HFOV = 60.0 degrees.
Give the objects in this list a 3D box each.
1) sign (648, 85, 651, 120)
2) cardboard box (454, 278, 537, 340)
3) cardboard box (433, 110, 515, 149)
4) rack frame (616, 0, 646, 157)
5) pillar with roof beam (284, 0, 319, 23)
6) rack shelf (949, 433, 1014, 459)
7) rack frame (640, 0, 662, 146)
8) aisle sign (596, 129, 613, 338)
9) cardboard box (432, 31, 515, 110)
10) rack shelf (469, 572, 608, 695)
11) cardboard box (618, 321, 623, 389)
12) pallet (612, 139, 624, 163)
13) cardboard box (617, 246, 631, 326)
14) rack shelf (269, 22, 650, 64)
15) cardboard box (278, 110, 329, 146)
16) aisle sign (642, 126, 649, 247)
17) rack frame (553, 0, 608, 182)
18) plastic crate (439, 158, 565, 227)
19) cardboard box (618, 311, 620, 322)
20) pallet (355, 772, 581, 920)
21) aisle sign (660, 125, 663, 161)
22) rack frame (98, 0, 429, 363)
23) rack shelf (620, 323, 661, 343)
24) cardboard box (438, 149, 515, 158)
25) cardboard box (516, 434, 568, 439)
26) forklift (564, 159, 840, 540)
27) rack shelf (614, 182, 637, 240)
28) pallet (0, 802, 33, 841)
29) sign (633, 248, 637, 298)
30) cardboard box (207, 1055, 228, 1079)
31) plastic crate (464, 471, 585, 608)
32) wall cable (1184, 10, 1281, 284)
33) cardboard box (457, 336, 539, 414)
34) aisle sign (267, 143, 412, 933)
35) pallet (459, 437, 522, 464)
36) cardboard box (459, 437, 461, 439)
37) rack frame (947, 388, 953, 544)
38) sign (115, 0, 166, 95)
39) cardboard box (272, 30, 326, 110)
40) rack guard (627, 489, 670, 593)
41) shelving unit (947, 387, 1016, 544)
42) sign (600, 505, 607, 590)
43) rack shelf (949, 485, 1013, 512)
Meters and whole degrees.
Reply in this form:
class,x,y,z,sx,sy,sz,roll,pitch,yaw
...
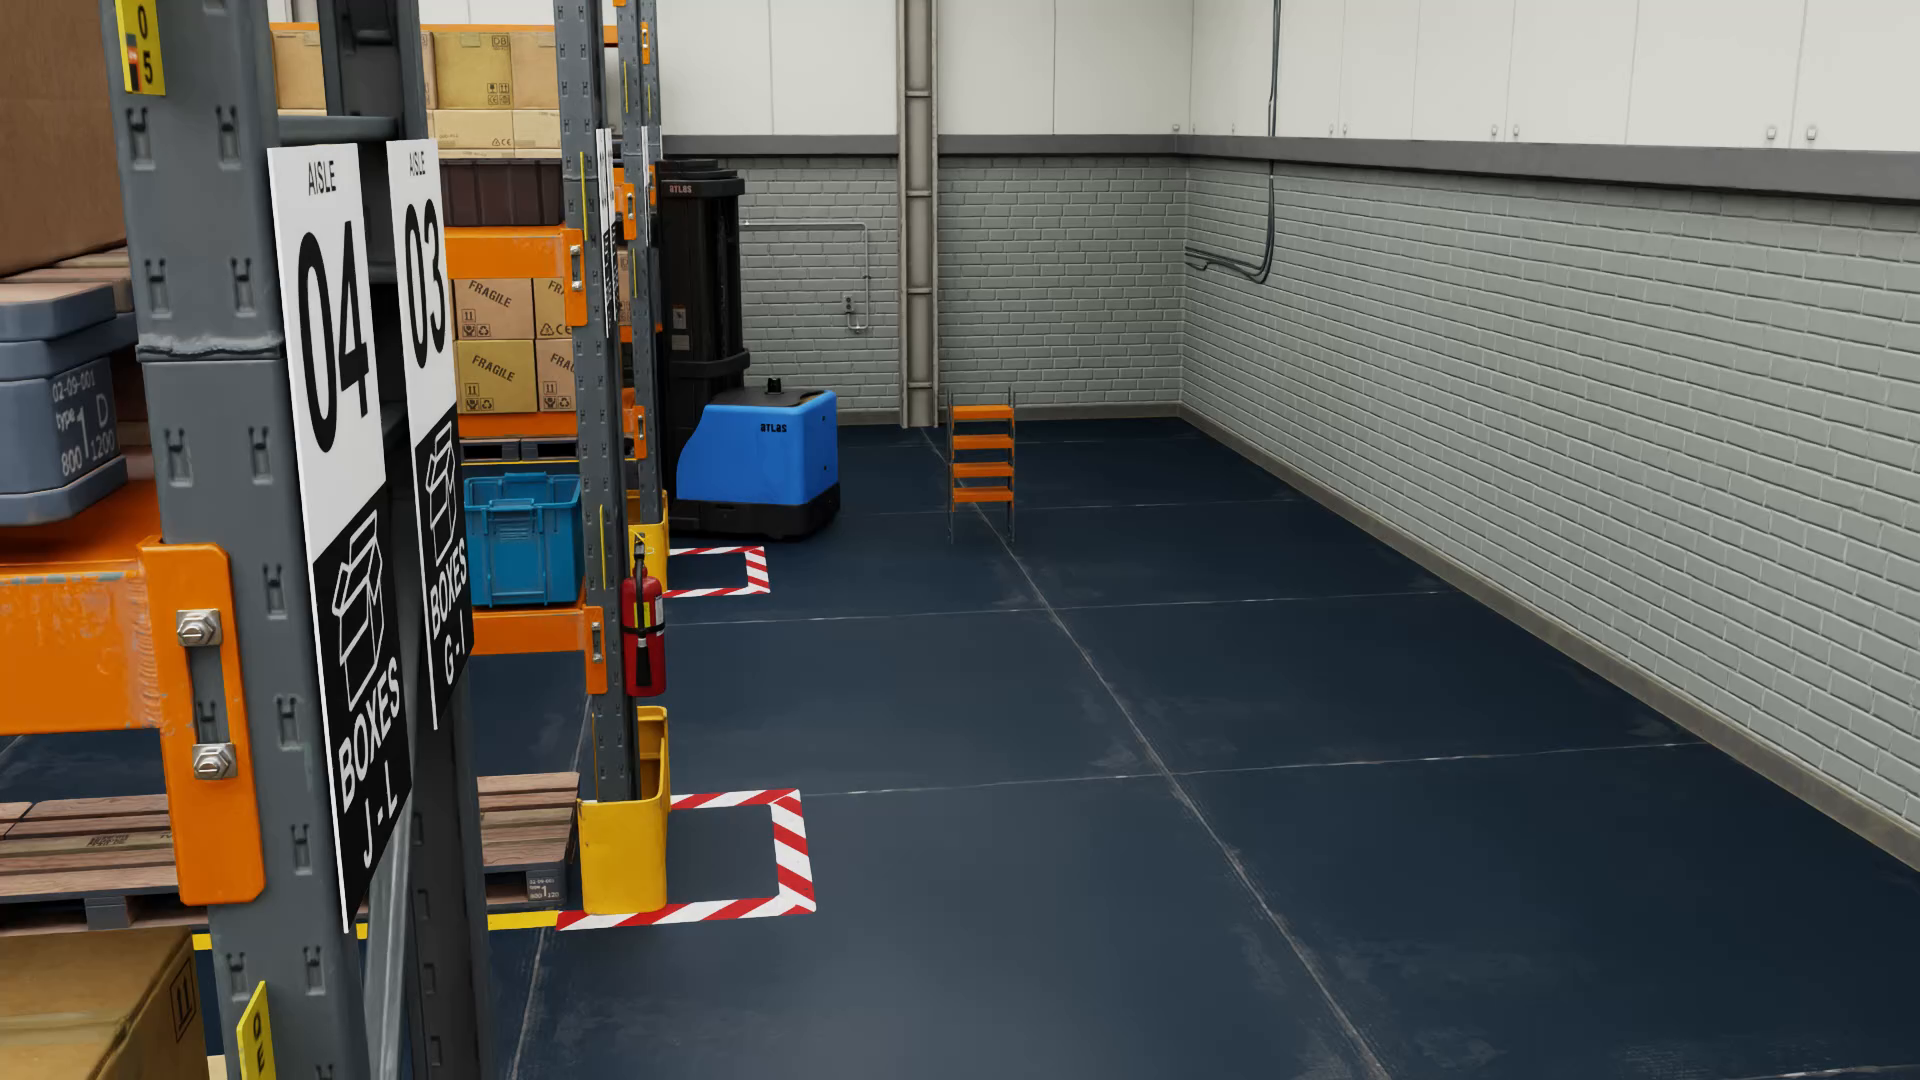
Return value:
class,x,y,z,sx,sy,sz,roll,pitch,yaw
sign,-2.925,-4.122,15.668,0.005,0.325,0.100,-2,14,-8
cardboard box,-3.149,-1.648,11.367,0.500,0.500,0.500,-2,14,-7
cardboard box,-3.214,-2.742,11.104,0.500,0.250,0.500,-2,14,-8
rack frame,-2.250,-4.126,11.173,0.127,3.000,1.000,-2,14,-8
pillar with roof beam,-5.742,-4.370,12.148,0.400,9.000,9.100,-2,14,-8
rack shelf,0.164,-0.740,13.062,0.480,0.148,0.258,-2,14,-8
rack frame,-2.992,-5.317,15.924,0.127,3.000,1.000,-2,14,-8
aisle sign,-1.401,-1.217,6.565,0.004,0.787,0.394,-2,14,-8
cardboard box,-3.263,-3.184,11.323,0.500,0.500,0.700,-2,14,-8
rack shelf,-3.493,0.397,6.950,4.000,0.370,1.077,-2,14,-8
cardboard box,-2.728,-1.312,12.080,0.500,0.500,0.500,-2,14,-7
pallet,-3.724,-3.790,16.182,1.213,0.211,1.003,-2,14,-8
cardboard box,-3.494,-2.532,16.534,0.700,0.700,0.980,-1,14,-6
rack shelf,-4.969,-4.702,15.771,4.000,0.370,1.077,-2,14,-8
cardboard box,-4.203,-2.705,10.957,0.500,0.250,0.500,-2,14,-8
aisle sign,-2.137,-2.405,11.303,0.004,0.787,0.394,-2,14,-8
rack frame,-1.516,-2.934,6.422,0.127,3.000,1.000,-2,14,-8
plastic crate,-1.938,-1.469,7.014,0.590,0.269,0.497,-2,14,-8
cardboard box,-2.728,-1.797,11.958,0.500,0.500,0.500,-2,14,-7
pallet,-2.337,1.349,7.409,1.213,0.211,1.003,-2,14,-8
aisle sign,-2.876,-3.599,16.060,0.004,0.787,0.394,-2,14,-8
rack frame,-0.778,-1.743,1.671,0.127,3.000,1.000,-2,14,-8
rack shelf,-4.969,-1.986,16.452,4.000,0.370,1.077,-2,14,-8
cardboard box,-3.215,-2.500,11.168,0.500,0.250,0.500,-2,14,-8
cardboard box,-4.164,-1.331,16.637,0.500,0.500,0.700,-2,14,-8
forklift,-2.579,-1.592,13.543,3.031,2.935,1.130,3,14,13
rack shelf,-4.228,-2.249,11.337,4.000,0.370,1.077,-2,14,-8
pallet,-4.750,1.437,7.056,1.213,0.211,1.003,-2,14,-8
sign,-2.187,-1.796,11.189,0.005,0.325,0.100,-2,14,-8
cardboard box,-1.293,1.048,2.573,0.500,0.250,0.500,-2,14,-10
plastic crate,-1.819,-0.013,6.912,0.499,0.435,0.616,-2,14,-8
wall cable,2.654,-3.930,16.776,0.112,2.526,3.097,-2,14,-8
cardboard box,-3.165,-1.163,11.487,0.500,0.500,0.500,-2,14,-8
aisle sign,-0.662,-0.024,1.807,0.004,0.787,0.394,-2,14,-8
pallet,-4.974,-0.963,16.629,1.213,0.211,1.003,-2,14,-8
cardboard box,-5.187,-1.291,16.480,0.500,0.500,0.700,-2,14,-7
rack frame,-0.078,-0.579,13.065,0.015,1.200,0.240,-2,14,-8
sign,-0.711,-0.548,1.416,0.005,0.325,0.100,-2,14,-8
cardboard box,-4.249,-3.144,11.166,0.500,0.500,0.700,-2,14,-8
rack guard,-2.325,-0.001,12.196,0.348,0.500,1.175,-2,14,-8
shelving unit,0.164,-0.588,13.100,0.503,1.200,0.258,-2,14,-8
sign,-1.418,0.028,6.606,0.005,0.325,0.100,-2,14,-8
rack shelf,0.164,-0.330,13.164,0.480,0.148,0.258,-2,14,-8
